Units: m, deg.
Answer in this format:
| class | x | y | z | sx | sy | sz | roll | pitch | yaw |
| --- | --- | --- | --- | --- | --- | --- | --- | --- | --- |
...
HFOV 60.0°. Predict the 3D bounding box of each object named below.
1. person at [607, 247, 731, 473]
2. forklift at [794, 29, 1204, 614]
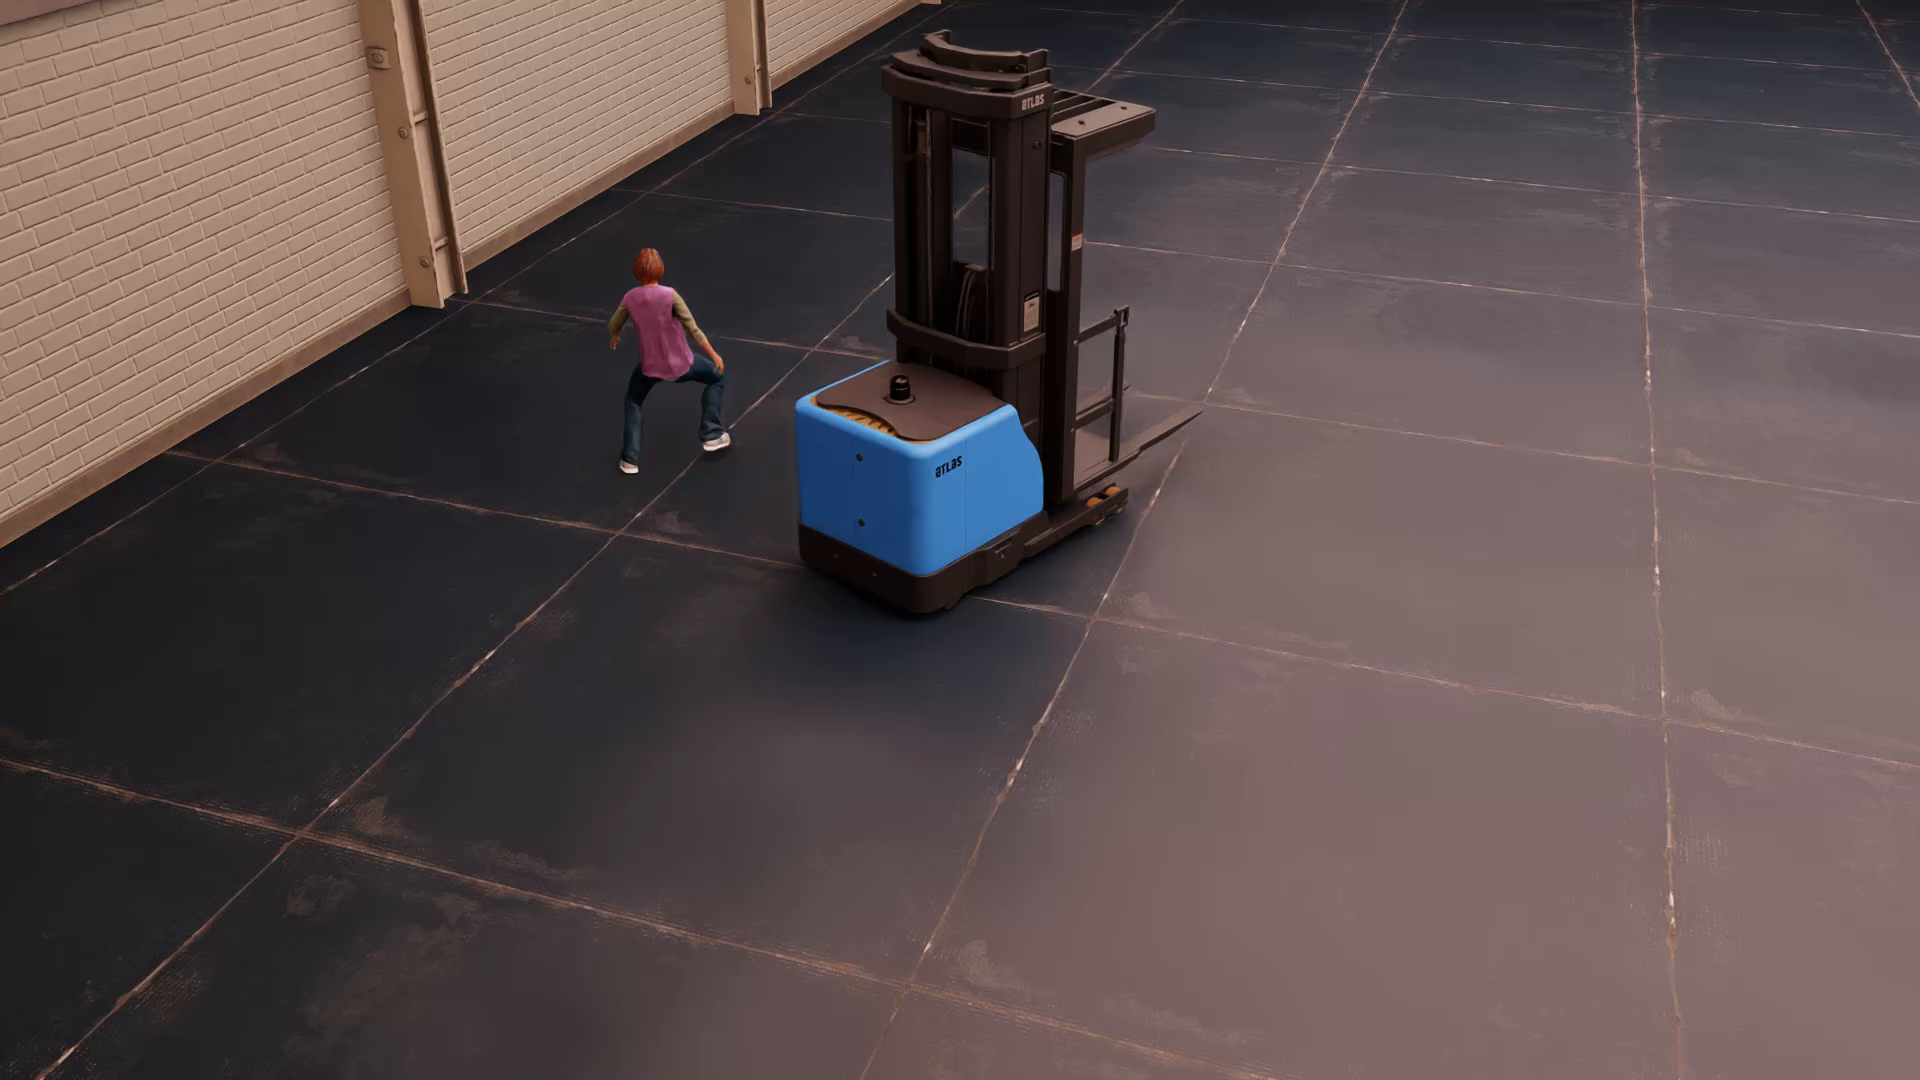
| class | x | y | z | sx | sy | sz | roll | pitch | yaw |
| --- | --- | --- | --- | --- | --- | --- | --- | --- | --- |
| person | -1.926 | -1.172 | 10.691 | 0.811 | 1.481 | 0.607 | 5 | 30 | 9 |
| forklift | 0.400 | -1.515 | 9.794 | 1.130 | 2.935 | 3.031 | 23 | 37 | 35 |
